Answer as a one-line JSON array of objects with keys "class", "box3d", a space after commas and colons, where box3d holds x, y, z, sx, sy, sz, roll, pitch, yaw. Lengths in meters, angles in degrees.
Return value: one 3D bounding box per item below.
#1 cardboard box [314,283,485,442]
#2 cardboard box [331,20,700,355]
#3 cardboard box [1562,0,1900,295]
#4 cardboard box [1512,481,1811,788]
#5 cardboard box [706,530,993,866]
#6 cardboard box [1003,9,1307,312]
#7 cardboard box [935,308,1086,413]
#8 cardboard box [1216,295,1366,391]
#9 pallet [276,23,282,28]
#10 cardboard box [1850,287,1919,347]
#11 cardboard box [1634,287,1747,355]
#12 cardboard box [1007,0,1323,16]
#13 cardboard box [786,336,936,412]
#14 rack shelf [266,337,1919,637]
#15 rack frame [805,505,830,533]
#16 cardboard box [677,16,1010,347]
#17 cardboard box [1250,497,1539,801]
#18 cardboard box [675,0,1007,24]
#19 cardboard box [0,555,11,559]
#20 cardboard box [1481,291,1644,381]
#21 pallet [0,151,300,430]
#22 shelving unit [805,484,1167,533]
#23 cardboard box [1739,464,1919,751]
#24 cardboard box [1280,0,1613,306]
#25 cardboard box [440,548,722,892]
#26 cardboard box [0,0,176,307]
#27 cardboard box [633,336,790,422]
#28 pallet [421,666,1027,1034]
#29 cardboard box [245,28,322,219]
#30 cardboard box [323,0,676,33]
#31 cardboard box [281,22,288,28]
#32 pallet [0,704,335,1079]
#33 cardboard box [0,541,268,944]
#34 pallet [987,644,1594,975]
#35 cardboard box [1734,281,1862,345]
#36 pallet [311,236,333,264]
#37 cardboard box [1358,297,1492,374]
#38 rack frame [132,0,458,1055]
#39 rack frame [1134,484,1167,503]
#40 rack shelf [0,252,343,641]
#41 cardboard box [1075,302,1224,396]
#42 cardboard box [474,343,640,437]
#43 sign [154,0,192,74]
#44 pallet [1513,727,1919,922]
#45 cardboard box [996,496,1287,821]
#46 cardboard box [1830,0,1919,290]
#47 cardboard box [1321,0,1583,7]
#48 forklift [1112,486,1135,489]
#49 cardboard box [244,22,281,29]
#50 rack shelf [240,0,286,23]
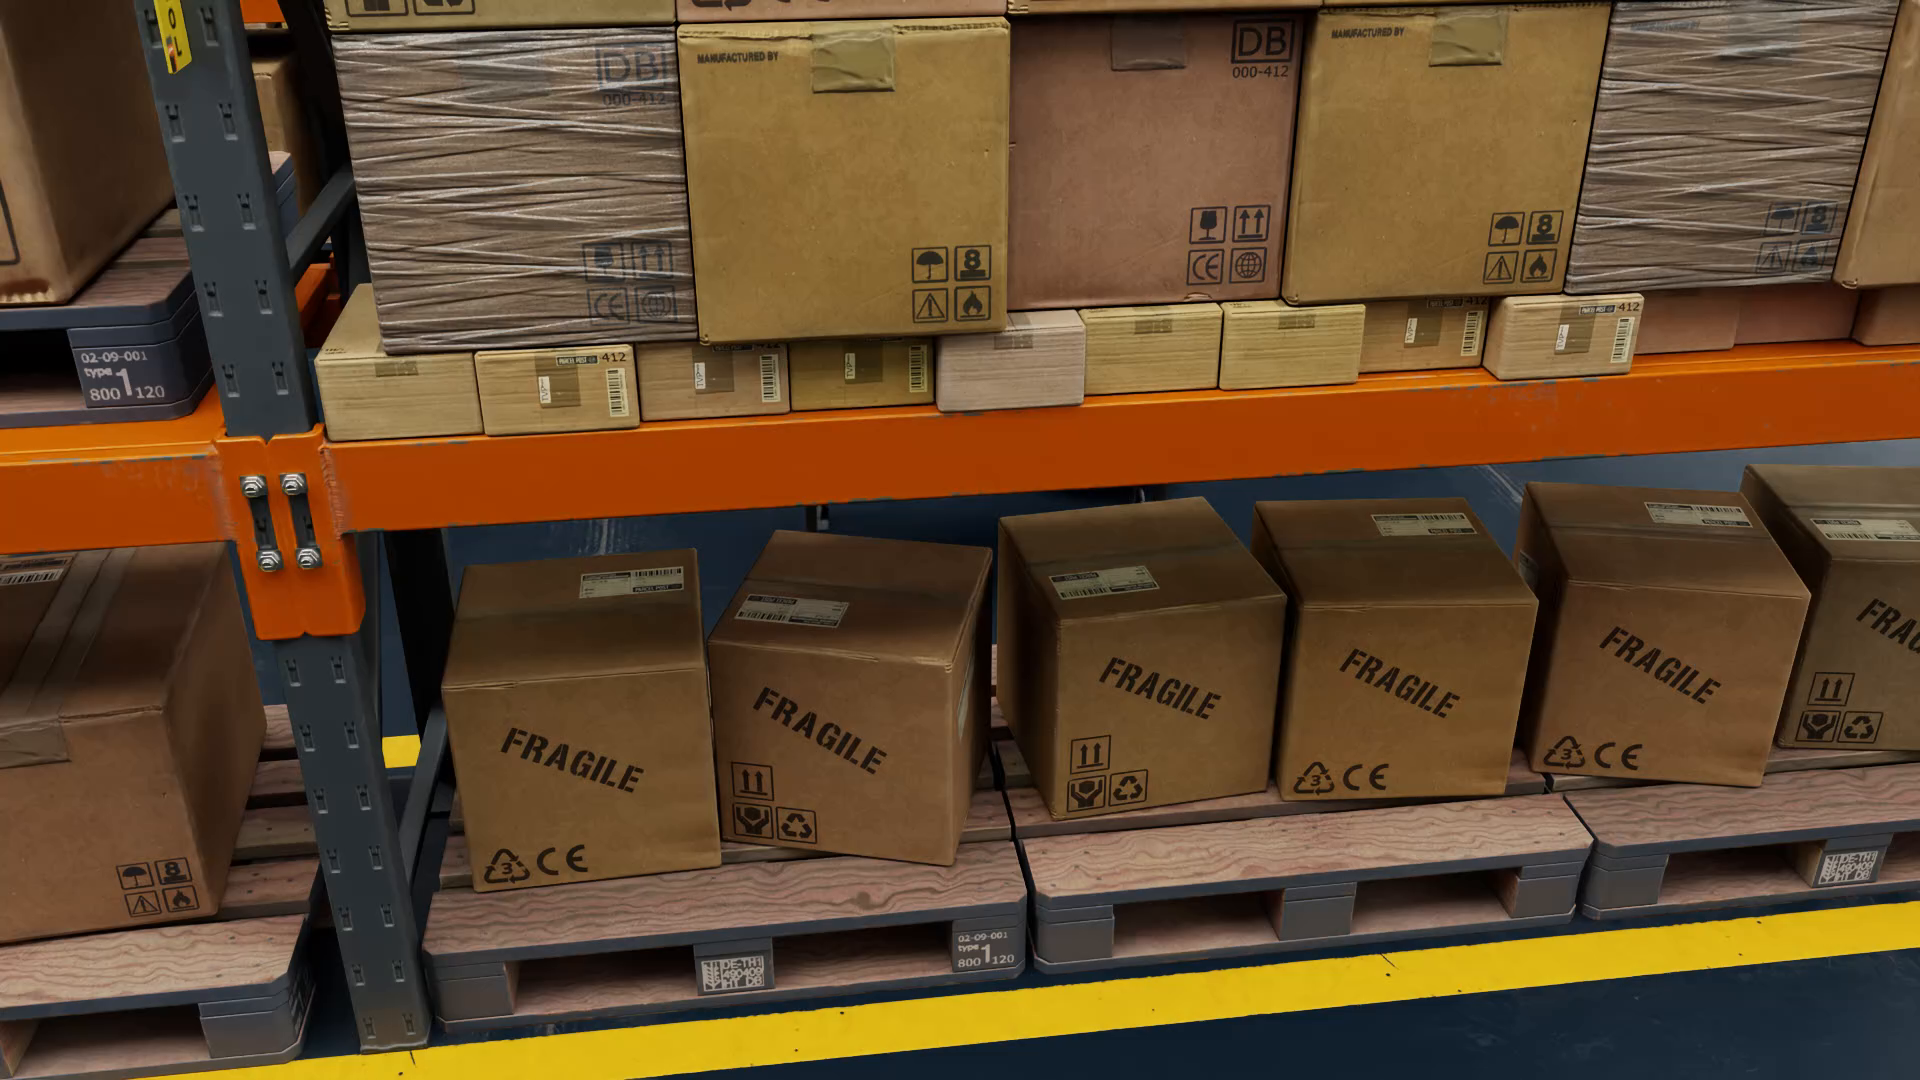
[{"class": "cardboard box", "box3d": [-0.930, -0.316, 2.855, 0.250, 0.149, 0.380, -4, 27, -7]}, {"class": "cardboard box", "box3d": [-0.731, -0.727, 2.947, 0.500, 0.500, 0.875, -4, 27, -7]}, {"class": "cardboard box", "box3d": [1.248, -0.860, 3.206, 0.500, 0.500, 0.875, -4, 27, -7]}, {"class": "cardboard box", "box3d": [1.568, 0.207, 3.840, 0.500, 0.500, 0.500, 3, 27, 6]}, {"class": "cardboard box", "box3d": [-0.217, 0.328, 3.603, 0.500, 0.500, 0.500, 5, 28, 9]}, {"class": "cardboard box", "box3d": [0.250, -0.821, 3.128, 0.500, 0.500, 0.875, -4, 27, -7]}, {"class": "cardboard box", "box3d": [0.062, -0.372, 2.964, 0.250, 0.149, 0.380, -4, 27, -7]}, {"class": "cardboard box", "box3d": [0.553, -0.417, 3.053, 0.250, 0.149, 0.380, -4, 27, -7]}, {"class": "pallet", "box3d": [-4.547, -3.660, 12.152, 1.213, 0.211, 1.003, -4, 27, -7]}, {"class": "cardboard box", "box3d": [1.785, -0.517, 3.248, 0.250, 0.149, 0.380, -4, 27, -7]}, {"class": "cardboard box", "box3d": [1.287, -0.494, 3.203, 0.250, 0.149, 0.380, -4, 27, -7]}, {"class": "cardboard box", "box3d": [0.286, -1.149, 2.674, 0.500, 0.500, 0.500, -4, 27, -7]}, {"class": "cardboard box", "box3d": [-0.191, -0.375, 2.969, 0.250, 0.149, 0.380, -4, 27, -7]}, {"class": "rack shelf", "box3d": [0.795, -0.357, 3.448, 4.000, 0.370, 1.077, -4, 27, -7]}, {"class": "rack frame", "box3d": [-0.437, -0.630, 4.835, 0.032, 1.500, 0.500, 0, 27, 0]}, {"class": "cardboard box", "box3d": [-0.231, -0.743, 2.978, 0.500, 0.500, 0.875, -4, 27, -7]}, {"class": "cardboard box", "box3d": [0.945, 0.238, 3.779, 0.500, 0.500, 0.500, -1, 27, -2]}, {"class": "cardboard box", "box3d": [-0.209, -1.118, 2.612, 0.500, 0.500, 0.500, -4, 27, -7]}, {"class": "cardboard box", "box3d": [-2.271, 0.418, 3.407, 0.500, 0.500, 0.700, -4, 27, -7]}, {"class": "cardboard box", "box3d": [1.052, -0.438, 3.094, 0.250, 0.149, 0.380, -4, 27, -7]}, {"class": "pallet", "box3d": [-1.962, -0.482, 3.113, 1.213, 0.211, 1.003, -4, 27, -7]}, {"class": "shelving unit", "box3d": [0.072, -0.631, 4.838, 1.048, 1.500, 0.538, 0, 27, 0]}, {"class": "cardboard box", "box3d": [2.155, 0.153, 3.944, 0.500, 0.500, 0.500, 1, 27, 2]}, {"class": "cardboard box", "box3d": [0.751, -0.834, 3.154, 0.500, 0.500, 0.875, -4, 27, -7]}, {"class": "cardboard box", "box3d": [-0.784, 0.368, 3.525, 0.500, 0.500, 0.500, -4, 28, -9]}, {"class": "cardboard box", "box3d": [-1.991, -1.016, 2.828, 1.000, 1.000, 1.000, -3, 27, -7]}, {"class": "cardboard box", "box3d": [-0.437, -0.354, 2.930, 0.250, 0.149, 0.380, -4, 27, -7]}, {"class": "pallet", "box3d": [-0.525, 0.632, 3.787, 1.213, 0.211, 1.003, -4, 27, -7]}, {"class": "cardboard box", "box3d": [-3.334, -1.845, 7.564, 0.750, 0.750, 1.050, -4, 27, -7]}, {"class": "cardboard box", "box3d": [-0.704, -1.085, 2.549, 0.500, 0.500, 0.500, -4, 27, -7]}, {"class": "cardboard box", "box3d": [-4.485, -3.921, 12.024, 0.625, 0.372, 0.950, -3, 27, -5]}, {"class": "pallet", "box3d": [-1.956, 0.741, 3.575, 1.213, 0.211, 1.003, -4, 27, -7]}, {"class": "cardboard box", "box3d": [-1.796, 0.396, 3.449, 0.500, 0.500, 0.700, -6, 28, -11]}, {"class": "pallet", "box3d": [0.686, 0.553, 3.941, 1.213, 0.211, 1.003, -4, 27, -7]}, {"class": "cardboard box", "box3d": [1.531, -0.520, 3.253, 0.250, 0.149, 0.380, -4, 27, -7]}, {"class": "pallet", "box3d": [-2.530, -1.475, 7.893, 1.213, 0.211, 1.003, -4, 27, -7]}, {"class": "cardboard box", "box3d": [0.794, -0.454, 3.124, 0.250, 0.149, 0.380, -4, 27, -7]}, {"class": "rack frame", "box3d": [-1.185, -0.550, 3.036, 0.127, 3.000, 1.000, -4, 27, -7]}, {"class": "rack frame", "box3d": [0.580, -0.633, 4.841, 0.032, 1.500, 0.500, 0, 27, 0]}, {"class": "rack shelf", "box3d": [-3.166, -0.103, 2.952, 4.000, 0.370, 1.077, -4, 27, -7]}, {"class": "cardboard box", "box3d": [0.304, -0.407, 3.032, 0.250, 0.149, 0.380, -4, 27, -7]}, {"class": "cardboard box", "box3d": [-0.681, -0.326, 2.875, 0.250, 0.149, 0.380, -4, 27, -7]}, {"class": "sign", "box3d": [-1.104, -0.814, 2.283, 0.005, 0.325, 0.100, -4, 27, -7]}, {"class": "pallet", "box3d": [1.891, 0.477, 4.090, 1.213, 0.211, 1.003, -4, 27, -7]}, {"class": "cardboard box", "box3d": [0.386, 0.253, 3.749, 0.500, 0.500, 0.500, -6, 28, -12]}, {"class": "cardboard box", "box3d": [1.749, -0.873, 3.230, 0.500, 0.500, 0.875, -4, 27, -7]}, {"class": "cardboard box", "box3d": [0.779, -1.186, 2.745, 0.500, 0.500, 0.500, -4, 27, -7]}, {"class": "forklift", "box3d": [0.665, -2.123, 6.177, 1.130, 2.935, 3.031, 10, 29, 19]}, {"class": "cardboard box", "box3d": [-5.236, -3.875, 11.935, 0.625, 0.372, 0.950, -4, 27, -8]}, {"class": "rack shelf", "box3d": [-3.757, -2.351, 7.335, 4.000, 0.370, 1.077, -4, 27, -7]}]
